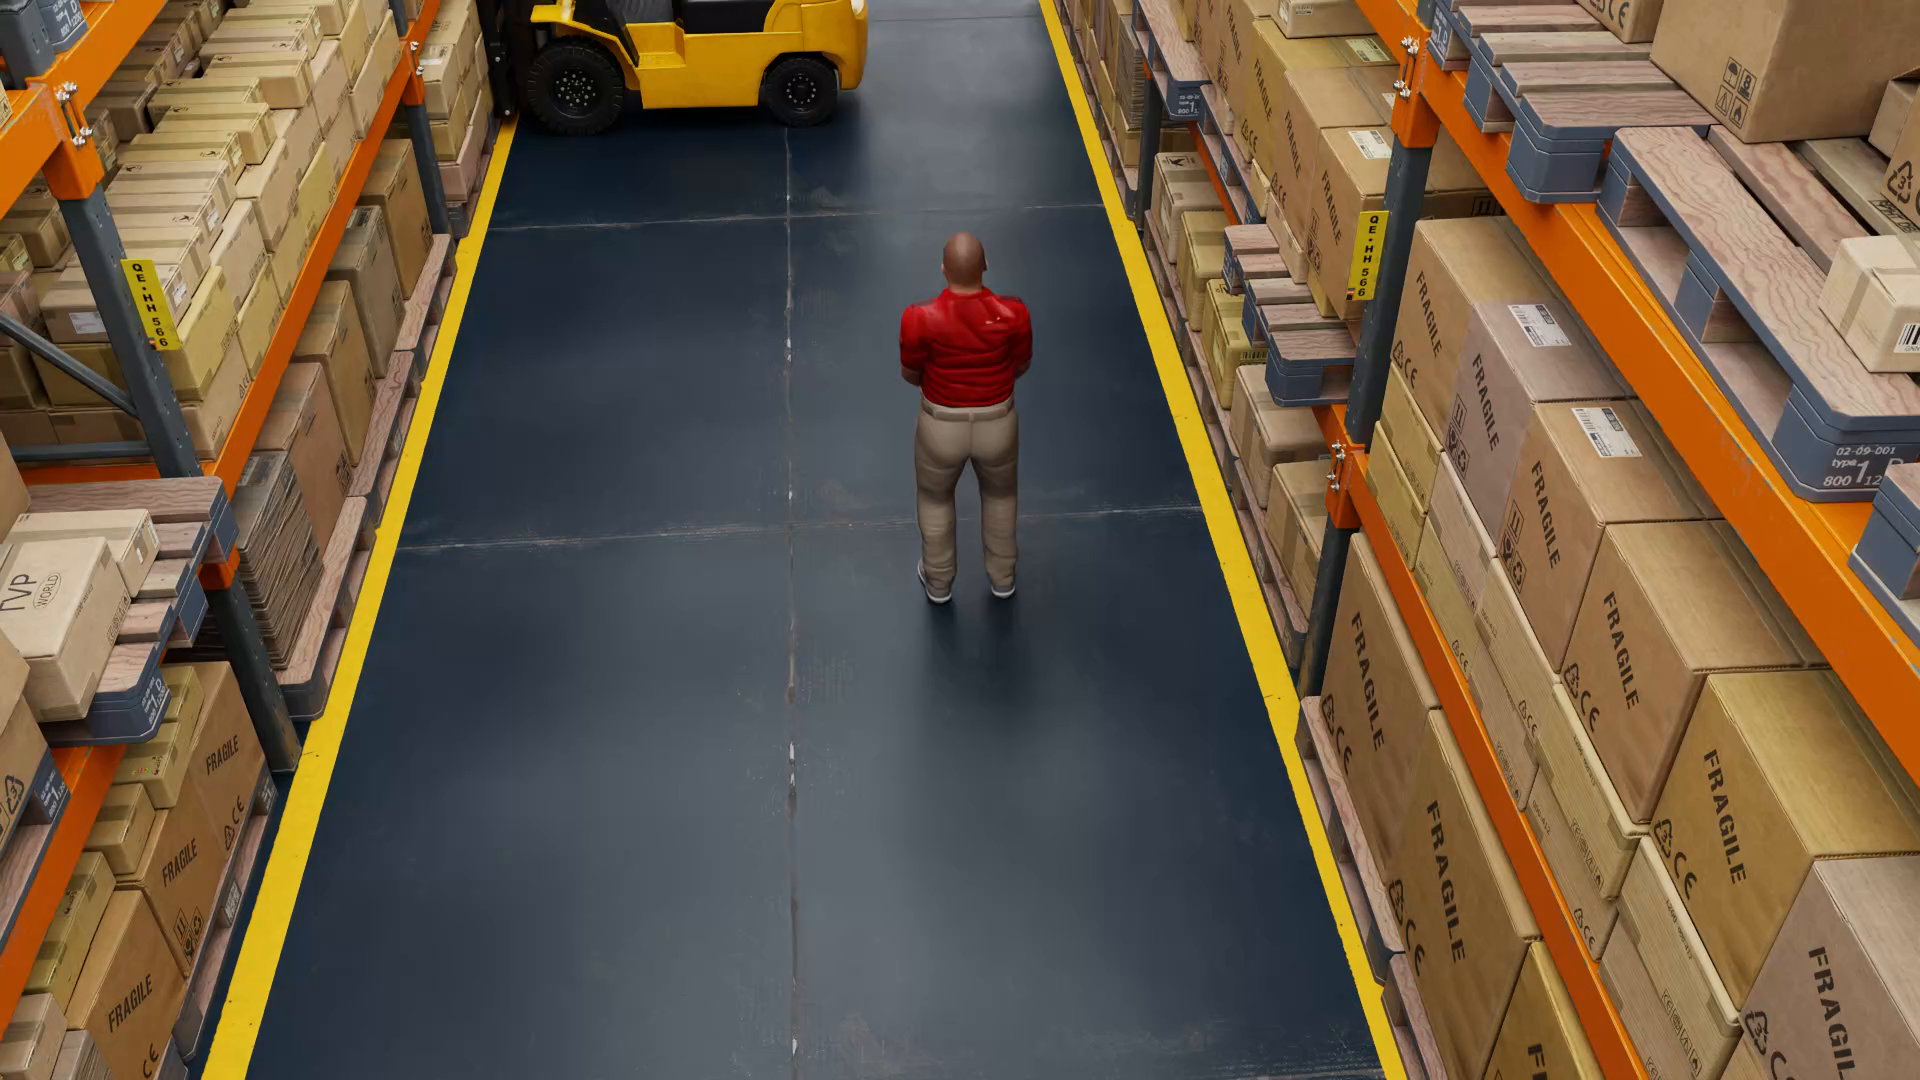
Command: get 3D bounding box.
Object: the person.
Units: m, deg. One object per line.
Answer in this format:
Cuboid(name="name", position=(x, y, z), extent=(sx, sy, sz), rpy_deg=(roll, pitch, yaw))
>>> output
Cuboid(name="person", position=(0.015, -0.518, 6.804), extent=(0.524, 1.730, 0.507), rpy_deg=(-3, 39, -4))
